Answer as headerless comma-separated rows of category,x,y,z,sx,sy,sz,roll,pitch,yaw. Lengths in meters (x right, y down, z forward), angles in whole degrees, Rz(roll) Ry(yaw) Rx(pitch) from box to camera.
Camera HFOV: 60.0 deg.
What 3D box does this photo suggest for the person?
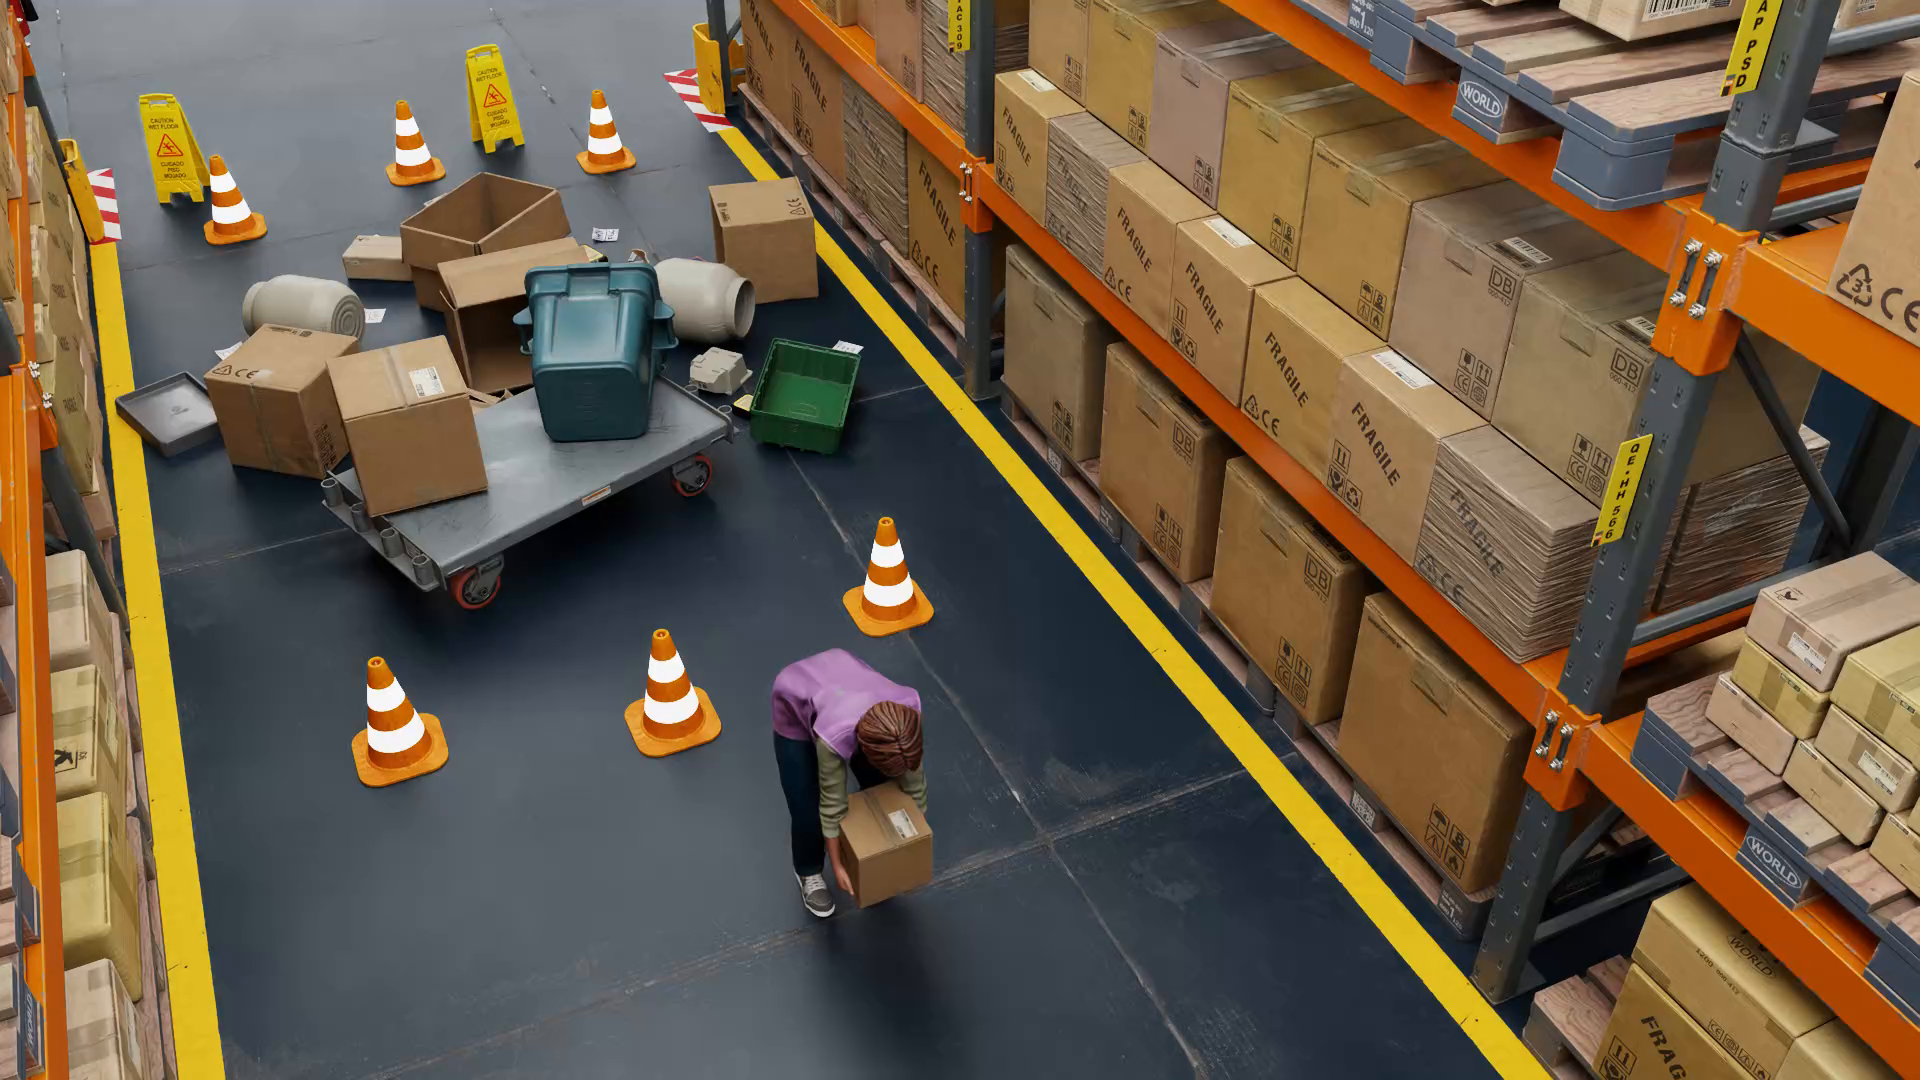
person,-0.336,0.828,5.397,0.390,1.226,0.811,-17,41,-21
